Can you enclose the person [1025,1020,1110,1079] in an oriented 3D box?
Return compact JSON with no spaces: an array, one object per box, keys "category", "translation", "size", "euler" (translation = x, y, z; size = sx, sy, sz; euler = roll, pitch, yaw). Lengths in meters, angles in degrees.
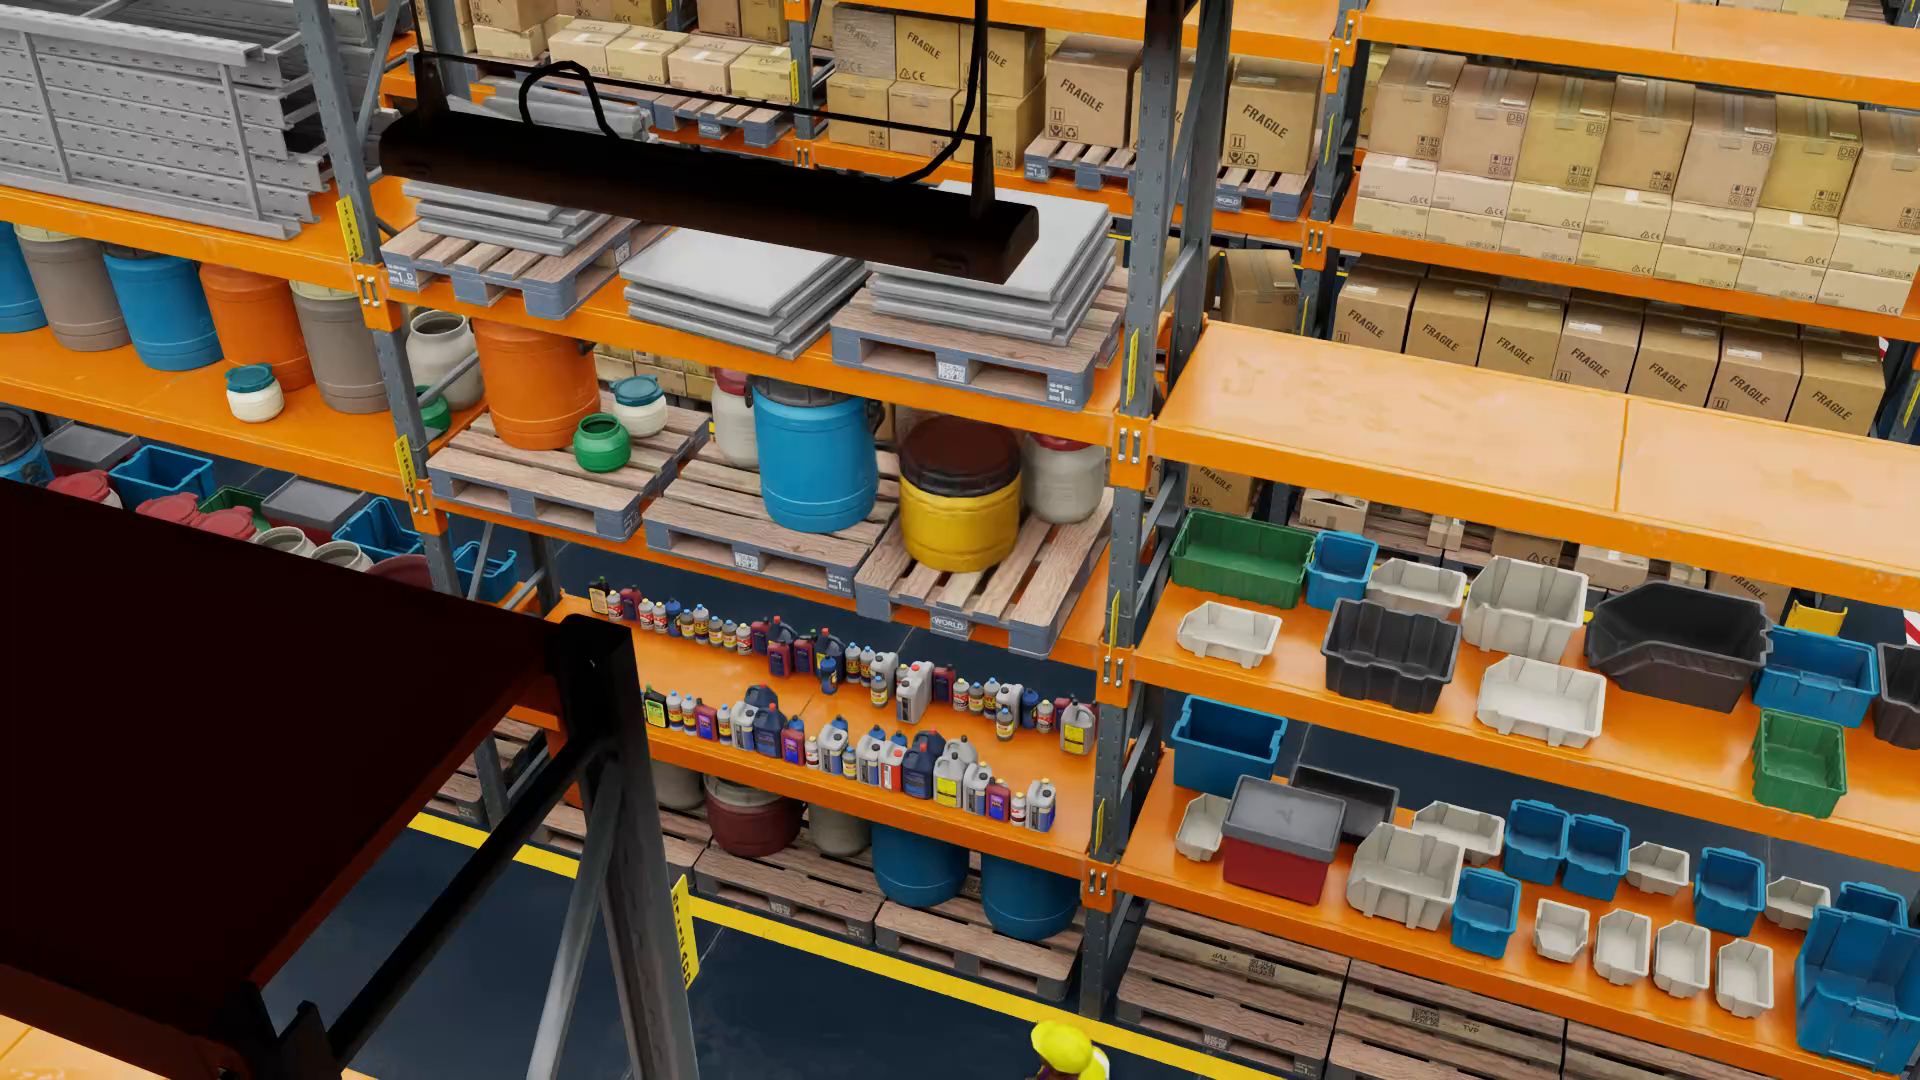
[{"category":"person","translation":[0.412,2.780,7.807],"size":[1.072,1.620,0.645],"euler":[15,39,20]}]
